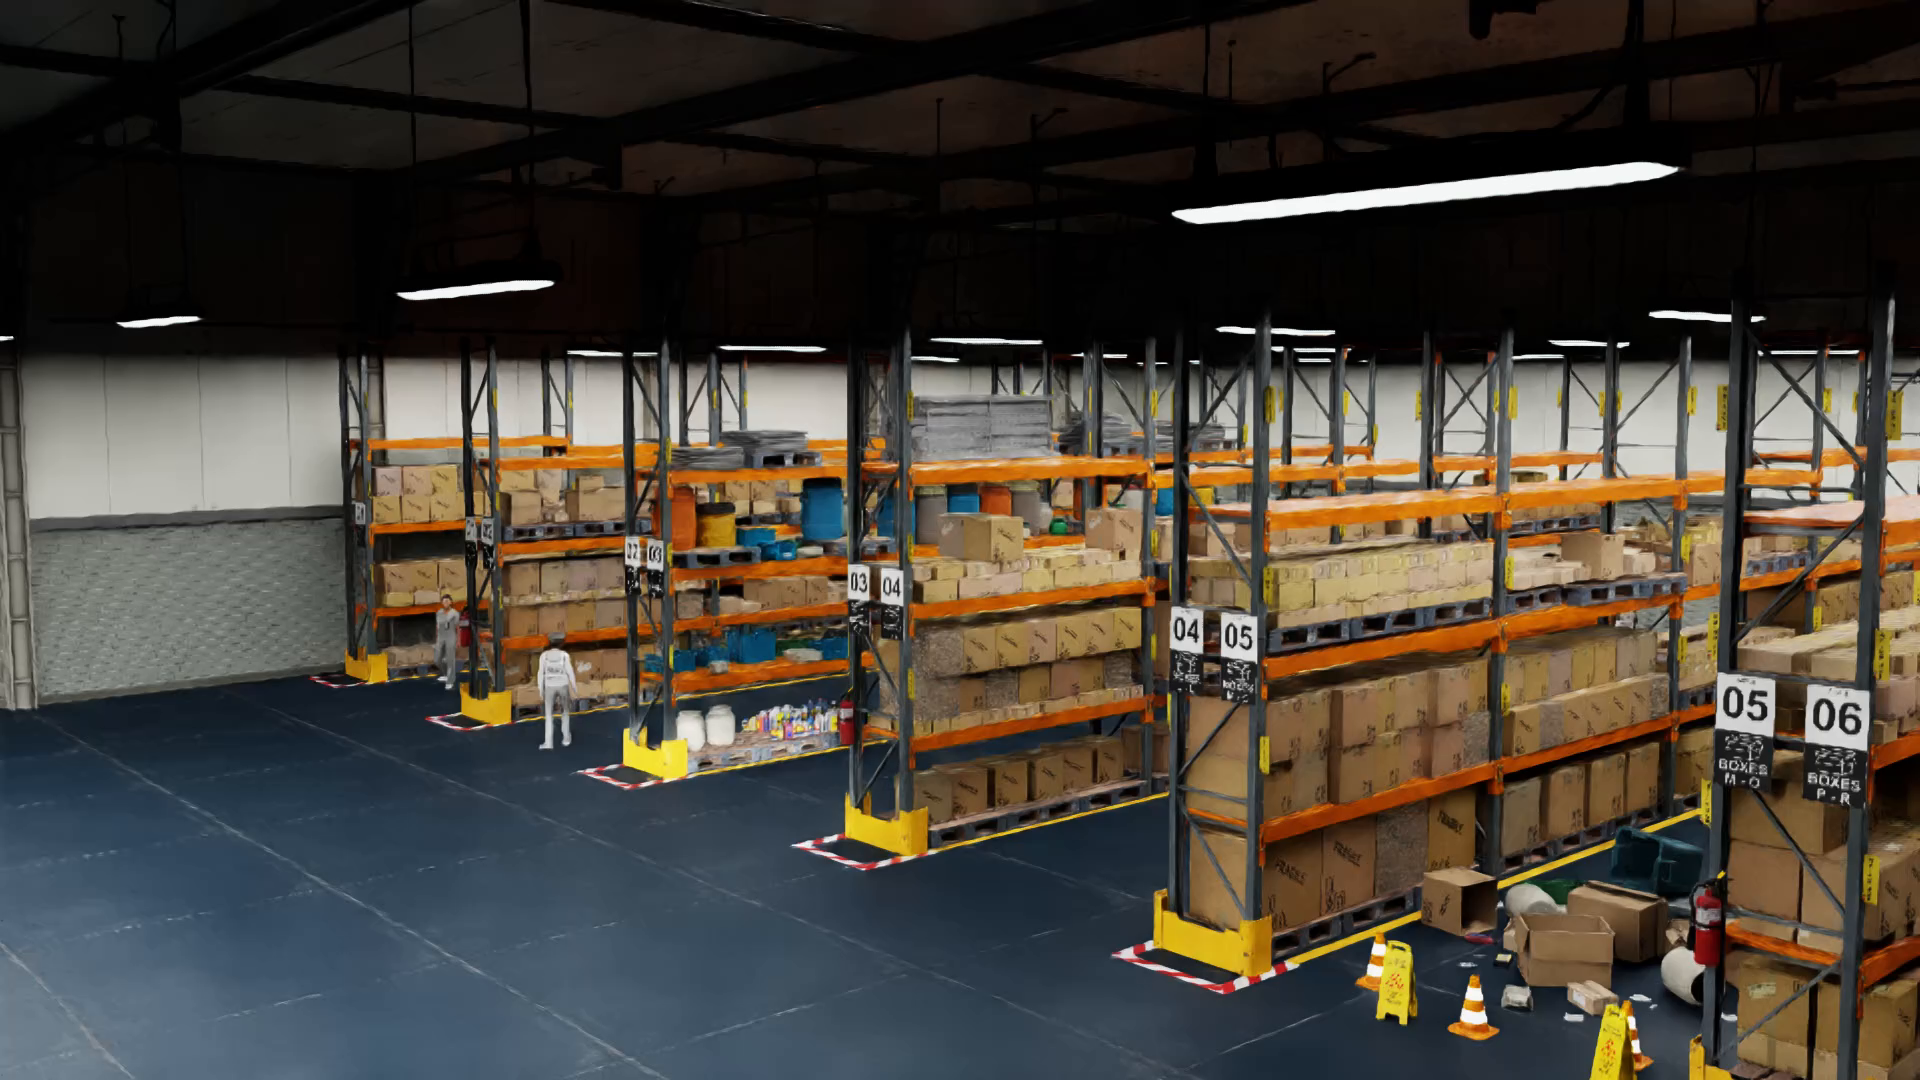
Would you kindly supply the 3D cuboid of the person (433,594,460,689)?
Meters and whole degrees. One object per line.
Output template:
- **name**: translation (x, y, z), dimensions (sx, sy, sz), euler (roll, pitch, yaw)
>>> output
- **person**: translation (-8.907, 1.745, 28.984), dimensions (0.509, 1.665, 0.518), euler (1, 5, 11)

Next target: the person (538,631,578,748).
- **person**: translation (-5.825, 2.162, 24.102), dimensions (0.573, 1.667, 0.544), euler (-1, 5, -9)

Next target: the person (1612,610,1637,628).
- **person**: translation (11.962, 1.650, 30.011), dimensions (0.497, 1.674, 0.501), euler (-1, 5, -7)
